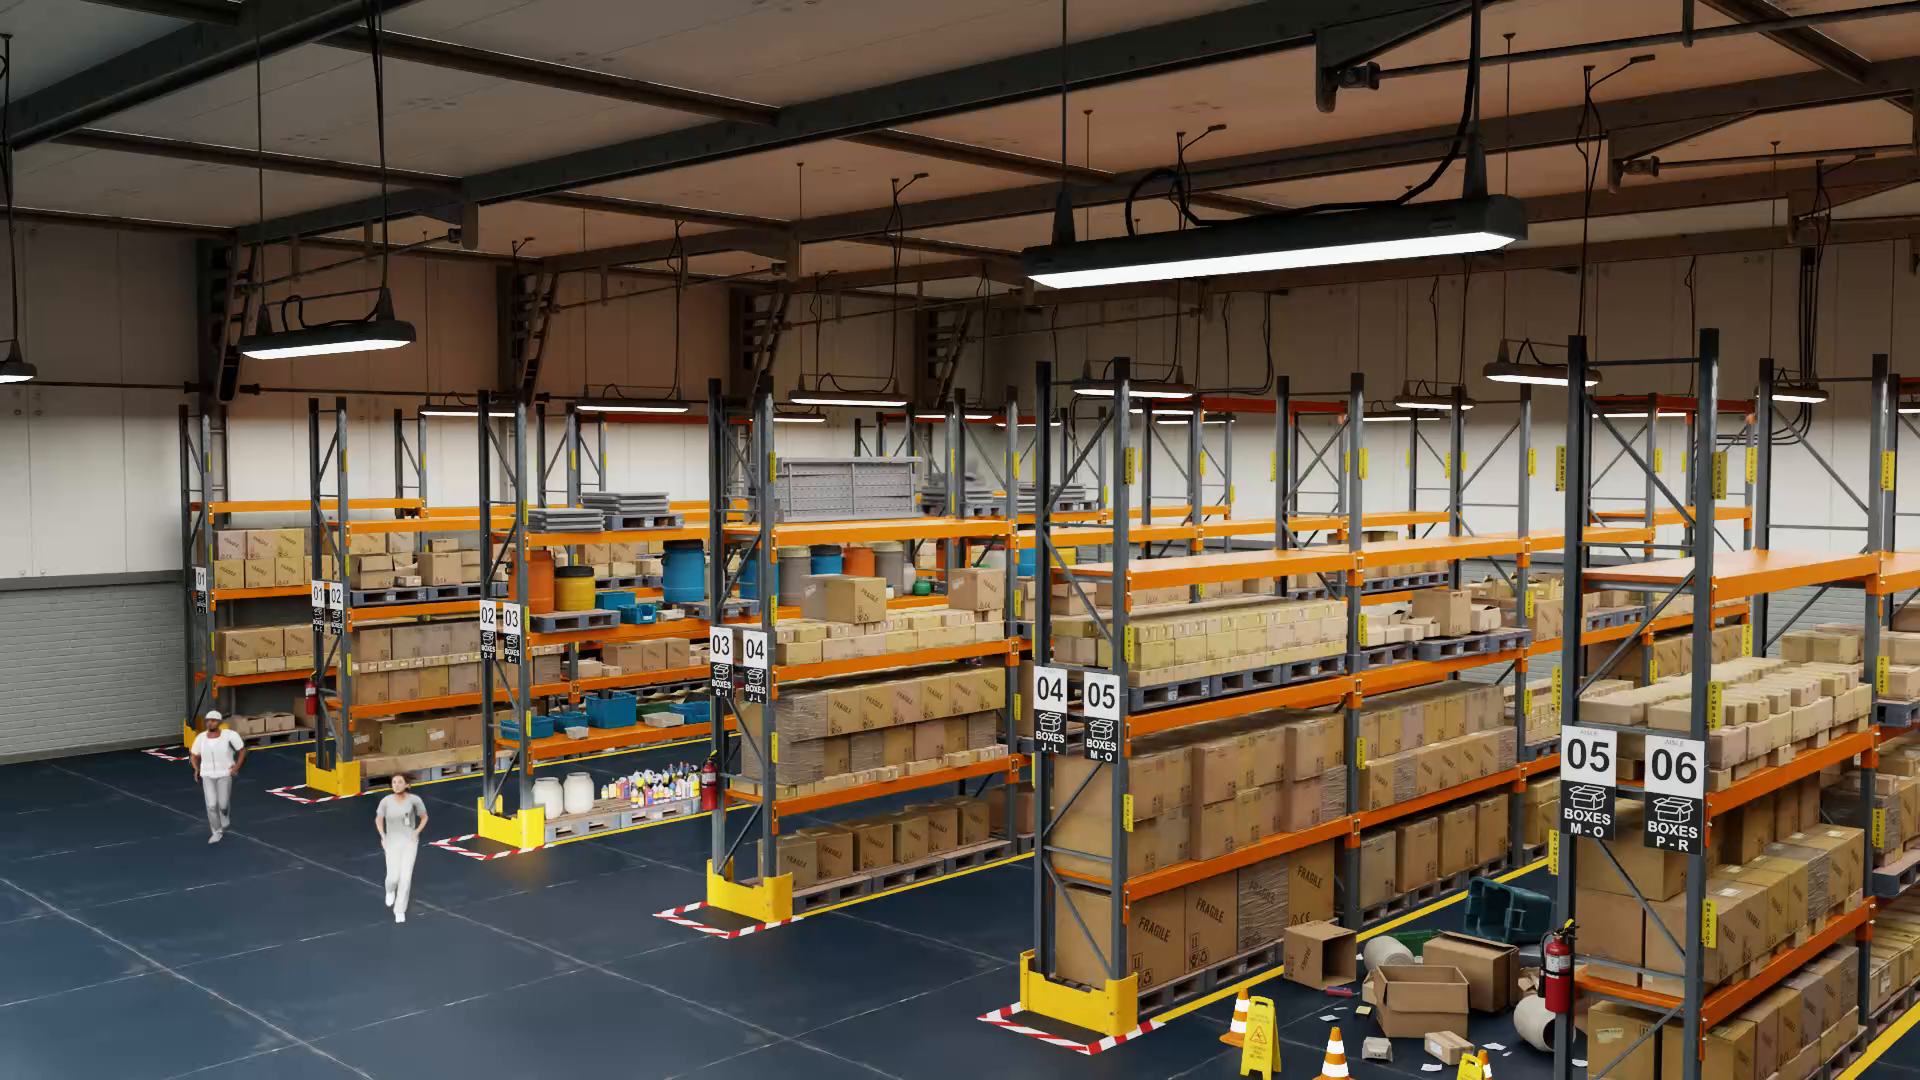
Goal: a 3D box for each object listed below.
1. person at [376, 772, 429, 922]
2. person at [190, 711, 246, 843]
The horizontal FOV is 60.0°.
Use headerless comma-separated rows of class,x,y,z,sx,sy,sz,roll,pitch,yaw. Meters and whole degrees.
person,-6.190,3.383,18.464,0.560,1.639,0.605,-1,3,-15
person,-9.916,3.136,22.217,0.693,1.735,0.582,-1,3,-12
